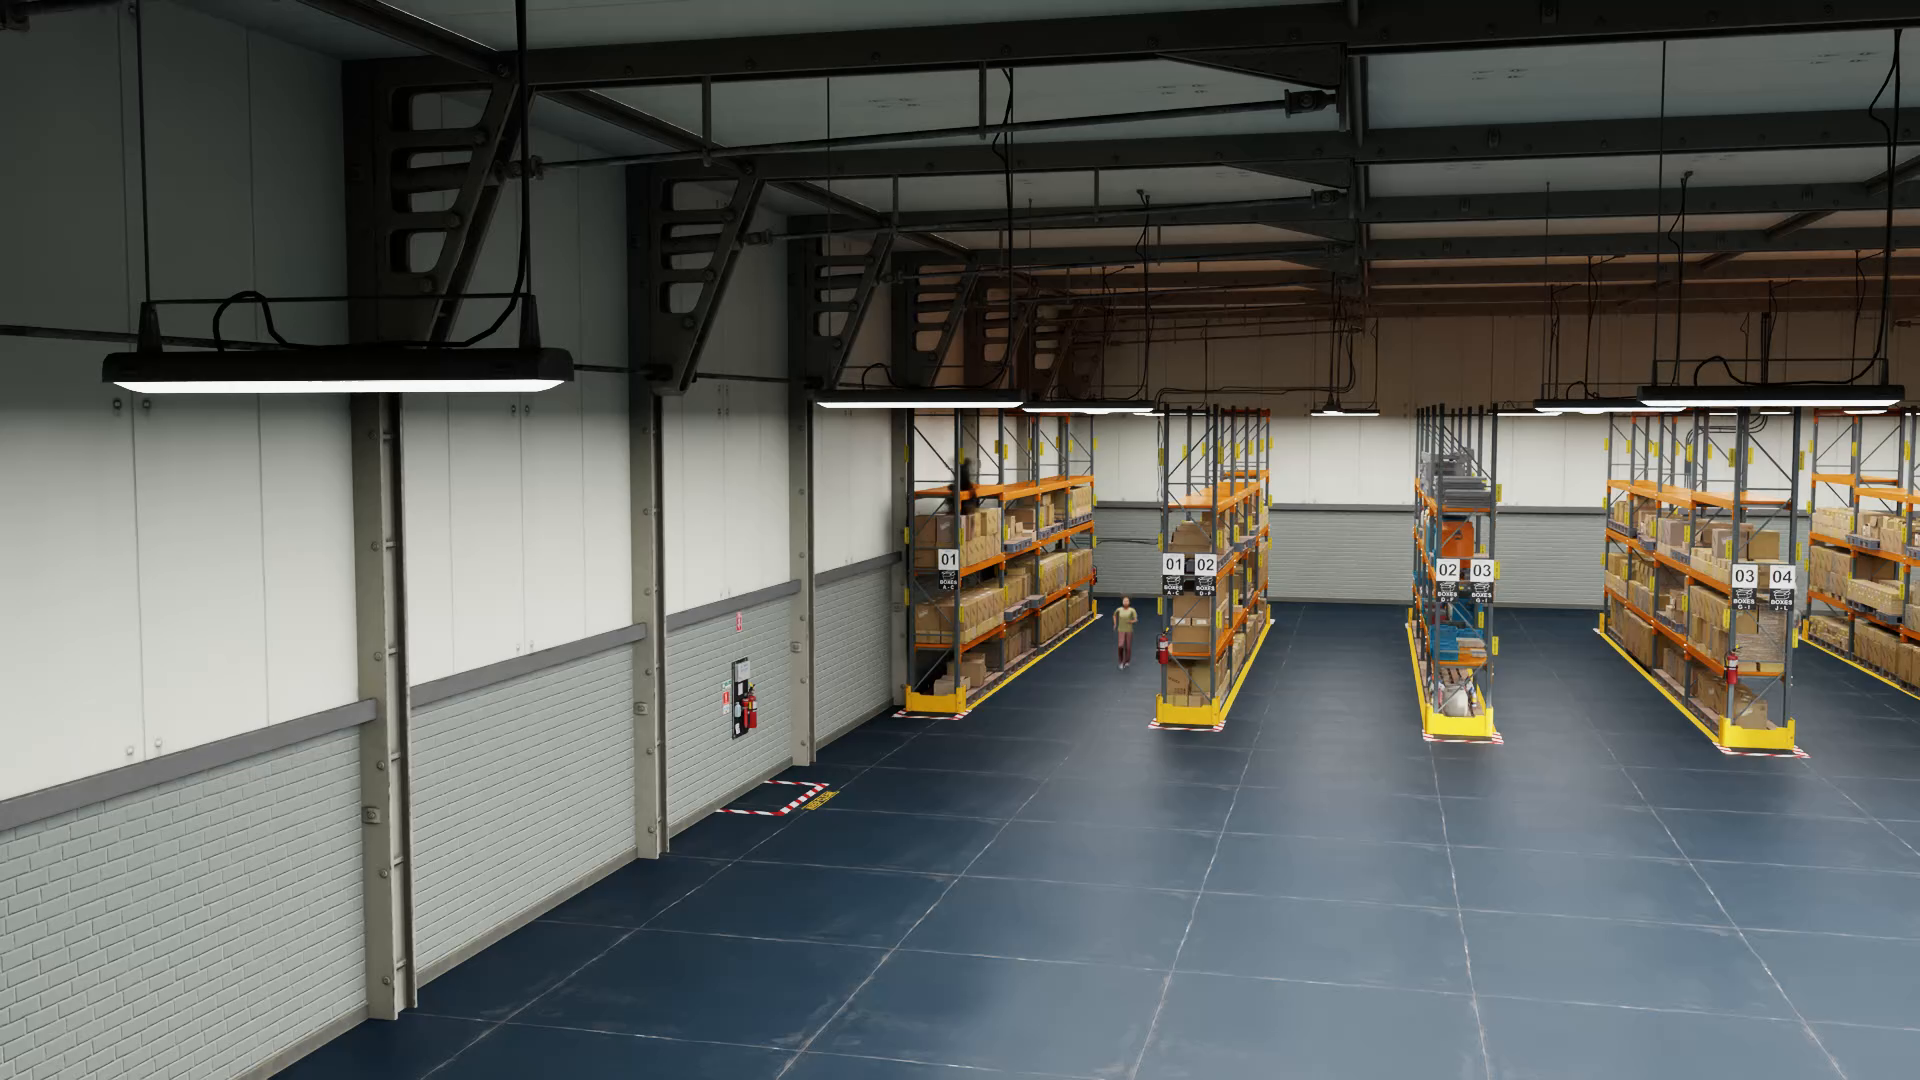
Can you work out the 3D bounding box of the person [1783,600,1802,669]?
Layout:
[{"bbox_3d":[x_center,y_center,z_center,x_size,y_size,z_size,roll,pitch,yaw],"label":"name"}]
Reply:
[{"bbox_3d":[18.980,2.152,38.156,0.548,1.603,0.633,0,4,-2],"label":"person"}]

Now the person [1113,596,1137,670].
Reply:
[{"bbox_3d":[3.777,2.123,37.988,0.547,1.688,0.689,0,4,5],"label":"person"}]
